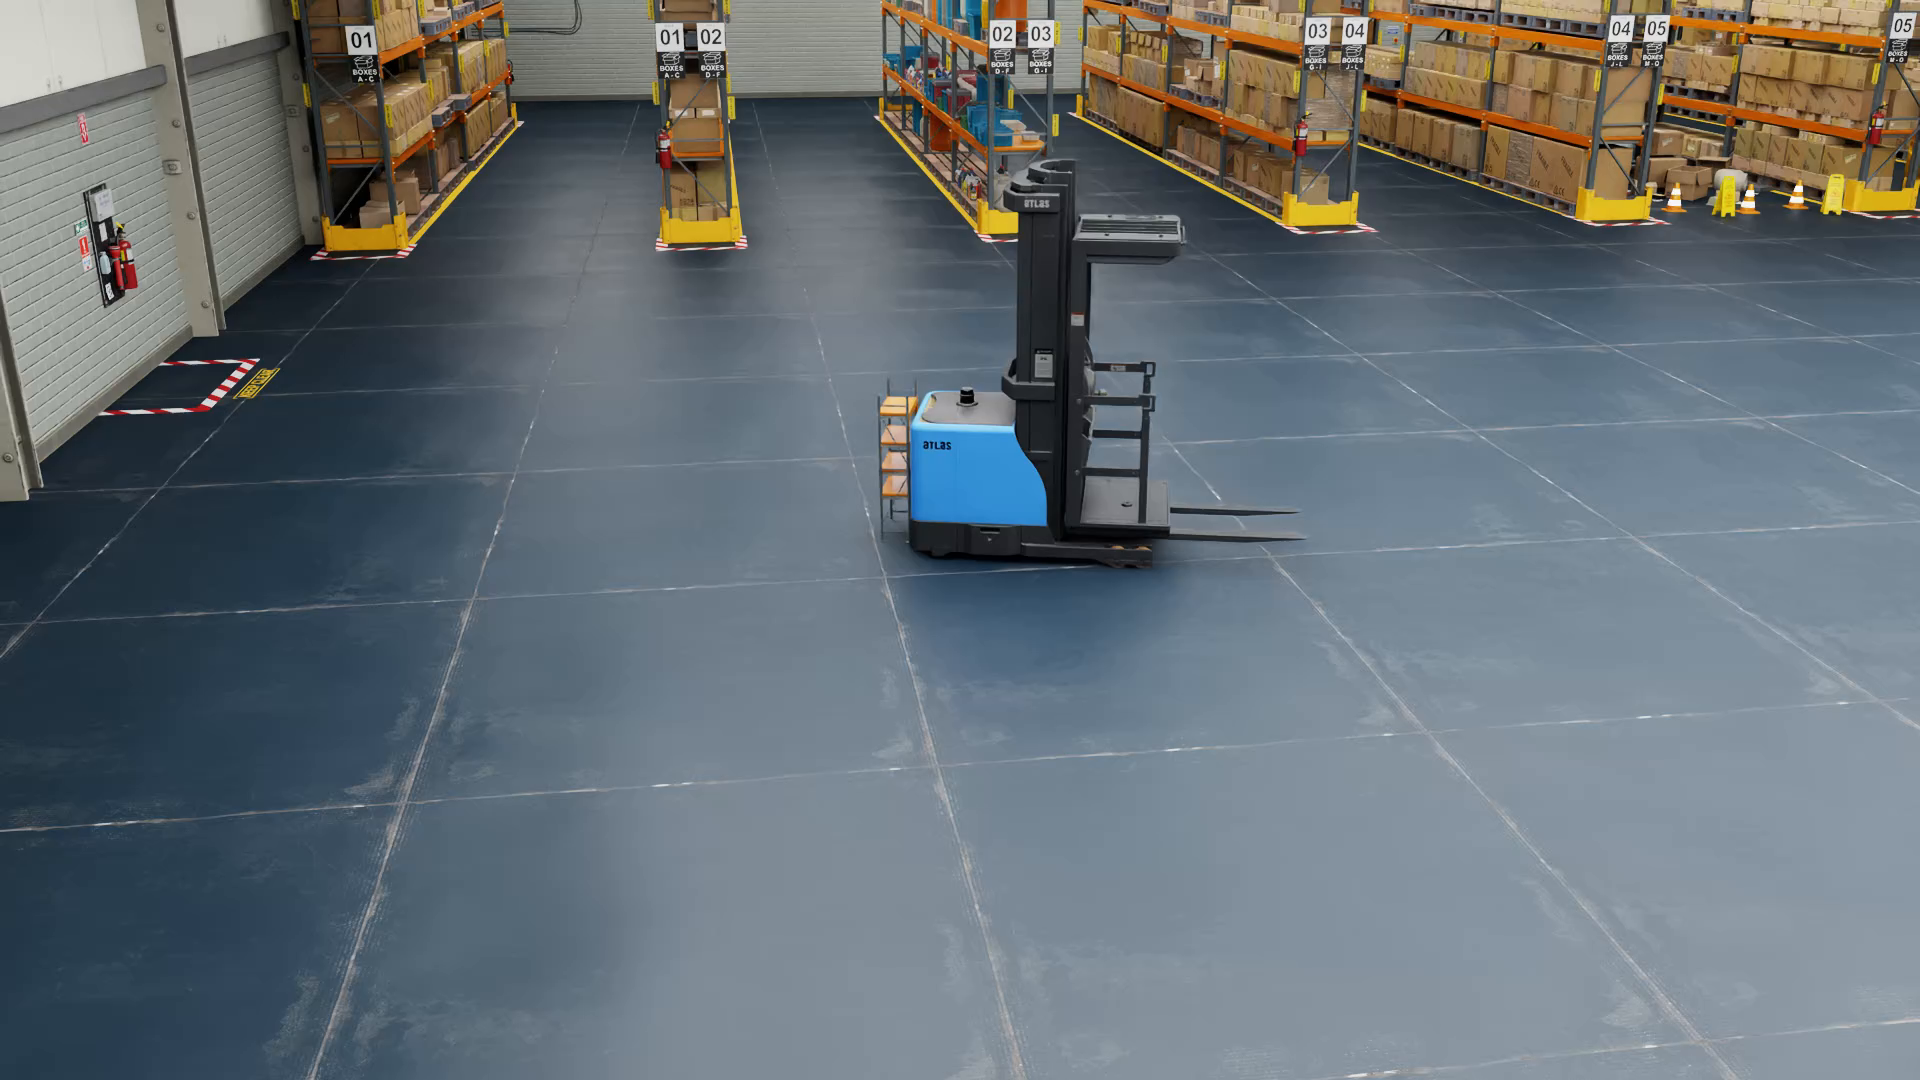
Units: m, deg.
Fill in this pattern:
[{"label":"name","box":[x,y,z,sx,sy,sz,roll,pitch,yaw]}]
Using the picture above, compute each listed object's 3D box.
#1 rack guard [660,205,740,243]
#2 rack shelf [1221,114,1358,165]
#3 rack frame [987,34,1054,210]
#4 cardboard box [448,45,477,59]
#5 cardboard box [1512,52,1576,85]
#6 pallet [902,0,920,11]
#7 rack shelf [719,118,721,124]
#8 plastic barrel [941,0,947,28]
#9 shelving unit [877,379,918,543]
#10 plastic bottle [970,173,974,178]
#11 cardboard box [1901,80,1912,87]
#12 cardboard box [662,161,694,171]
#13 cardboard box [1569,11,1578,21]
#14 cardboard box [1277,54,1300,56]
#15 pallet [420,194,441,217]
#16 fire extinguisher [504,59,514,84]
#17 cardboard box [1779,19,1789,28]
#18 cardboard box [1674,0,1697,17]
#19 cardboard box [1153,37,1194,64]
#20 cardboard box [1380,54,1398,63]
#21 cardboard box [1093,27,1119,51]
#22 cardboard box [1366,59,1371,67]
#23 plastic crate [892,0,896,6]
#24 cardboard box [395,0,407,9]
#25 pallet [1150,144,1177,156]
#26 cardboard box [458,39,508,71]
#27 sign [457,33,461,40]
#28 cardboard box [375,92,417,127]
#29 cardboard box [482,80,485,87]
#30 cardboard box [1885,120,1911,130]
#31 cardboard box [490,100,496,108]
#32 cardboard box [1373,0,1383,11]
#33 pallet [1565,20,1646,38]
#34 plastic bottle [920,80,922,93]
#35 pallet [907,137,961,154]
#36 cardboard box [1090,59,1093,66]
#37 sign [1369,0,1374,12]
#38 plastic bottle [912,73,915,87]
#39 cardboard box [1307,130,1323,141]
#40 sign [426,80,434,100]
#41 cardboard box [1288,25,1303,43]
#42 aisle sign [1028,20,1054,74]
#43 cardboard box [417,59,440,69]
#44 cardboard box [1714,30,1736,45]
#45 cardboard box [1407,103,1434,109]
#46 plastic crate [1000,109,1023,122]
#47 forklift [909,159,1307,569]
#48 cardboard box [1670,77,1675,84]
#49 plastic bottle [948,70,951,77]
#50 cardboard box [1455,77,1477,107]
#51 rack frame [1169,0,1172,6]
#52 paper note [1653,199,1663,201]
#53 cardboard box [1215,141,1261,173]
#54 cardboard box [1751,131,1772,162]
[{"label":"rack guard","box":[-3.973,-4.831,25.436,1.175,0.500,0.348,-3,21,-8]},{"label":"rack shelf","box":[5.539,-6.864,28.335,1.077,0.370,4.000,-3,21,-8]},{"label":"rack frame","box":[0.926,-6.259,25.687,1.000,3.000,0.127,-3,21,-8]},{"label":"cardboard box","box":[-10.149,-9.958,33.922,0.500,0.250,0.500,-3,21,-7]},{"label":"cardboard box","box":[10.387,-8.371,29.584,0.875,0.550,0.550,-3,21,-8]},{"label":"pallet","box":[-0.594,-11.464,35.605,1.213,0.211,1.003,-3,21,-8]},{"label":"rack shelf","box":[-4.841,-7.751,30.709,1.077,0.370,4.000,-3,21,-8]},{"label":"plastic barrel","box":[-0.033,-9.675,29.831,0.600,0.901,0.600,0,20,0]},{"label":"shelving unit","box":[-0.483,-0.631,13.187,0.258,1.200,0.503,2,21,6]},{"label":"plastic bottle","box":[0.195,-6.227,28.873,0.097,0.271,0.097,0,20,0]},{"label":"cardboard box","box":[19.436,-9.262,33.941,0.500,0.250,0.500,-2,21,-6]},{"label":"cardboard box","box":[-4.507,-5.786,26.680,0.500,0.500,0.500,-3,21,-8]},{"label":"cardboard box","box":[10.258,-8.617,27.328,0.380,0.149,0.250,-3,21,-7]},{"label":"cardboard box","box":[5.732,-8.060,28.512,0.500,0.500,0.500,-3,21,-8]},{"label":"pallet","box":[-9.322,-5.607,27.927,1.003,0.211,1.213,-3,21,-8]},{"label":"fire extinguisher","box":[-10.749,-11.163,39.462,0.296,0.674,0.183,-3,21,-8]},{"label":"cardboard box","box":[14.984,-9.298,29.896,0.380,0.149,0.250,-2,21,-6]},{"label":"cardboard box","box":[14.729,-10.705,33.157,0.797,0.503,0.637,-3,21,-8]},{"label":"cardboard box","box":[4.493,-10.275,34.863,0.797,0.503,0.637,-2,21,-6]},{"label":"cardboard box","box":[9.038,-10.085,34.840,0.380,0.149,0.250,-3,21,-8]},{"label":"cardboard box","box":[3.475,-11.937,39.606,0.500,0.500,0.500,-3,21,-9]},{"label":"cardboard box","box":[8.925,-10.216,35.616,0.380,0.149,0.250,-3,21,-8]},{"label":"plastic crate","box":[-1.364,-12.116,37.460,0.293,0.136,0.466,-3,21,-8]},{"label":"cardboard box","box":[-8.939,-8.545,25.919,0.500,0.500,0.500,-4,21,-10]},{"label":"pallet","box":[4.635,-8.249,35.000,1.003,0.211,1.213,-3,21,-8]},{"label":"cardboard box","box":[-11.101,-11.263,38.657,0.980,0.700,0.700,-2,21,-5]},{"label":"sign","box":[-11.734,-11.716,38.946,0.100,0.325,0.005,-3,21,-8]},{"label":"cardboard box","box":[-8.865,-6.759,26.140,0.500,0.500,0.500,-2,21,-6]},{"label":"cardboard box","box":[-10.219,-9.617,35.007,0.380,0.149,0.250,-3,21,-7]},{"label":"cardboard box","box":[15.790,-7.019,28.081,0.380,0.149,0.250,-3,21,-8]},{"label":"cardboard box","box":[-10.483,-9.635,36.773,0.380,0.149,0.250,-2,21,-6]},{"label":"cardboard box","box":[9.110,-11.476,35.226,0.500,0.500,0.500,-3,21,-8]},{"label":"pallet","box":[10.633,-8.344,27.109,1.003,0.211,1.213,-3,21,-8]},{"label":"plastic bottle","box":[-0.768,-9.275,33.946,0.097,0.271,0.097,0,20,0]},{"label":"pallet","box":[-0.555,-8.415,35.444,1.003,0.211,1.213,-3,21,-8]},{"label":"cardboard box","box":[3.360,-11.524,40.141,0.380,0.149,0.250,-3,21,-9]},{"label":"sign","box":[6.364,-8.351,25.751,0.100,0.325,0.005,-3,21,-8]},{"label":"plastic bottle","box":[-0.958,-9.731,35.168,0.097,0.271,0.097,0,20,0]},{"label":"cardboard box","box":[5.582,-6.479,26.636,0.380,0.149,0.250,-3,21,-8]},{"label":"sign","box":[-8.918,-7.580,27.986,0.100,0.325,0.005,-3,21,-8]},{"label":"cardboard box","box":[5.506,-7.998,26.270,0.500,0.250,0.500,-2,21,-6]},{"label":"aisle sign","box":[1.226,-7.467,25.205,0.394,0.787,0.004,-3,21,-8]},{"label":"cardboard box","box":[-9.890,-8.857,30.945,0.380,0.149,0.250,-6,21,-17]},{"label":"cardboard box","box":[18.864,-12.364,40.751,0.500,0.500,0.500,-3,21,-9]},{"label":"cardboard box","box":[9.737,-9.122,35.252,0.500,0.250,0.500,-4,21,-10]},{"label":"plastic crate","box":[0.778,-7.205,28.431,0.499,0.251,0.616,-3,21,-8]},{"label":"forklift","box":[1.163,-1.350,12.642,3.031,2.935,1.130,2,21,6]},{"label":"cardboard box","box":[14.555,-9.267,33.500,0.380,0.149,0.250,-2,21,-6]},{"label":"plastic bottle","box":[-0.189,-9.707,34.990,0.144,0.351,0.185,-3,21,-8]},{"label":"cardboard box","box":[9.761,-8.498,31.538,0.500,0.500,0.500,-3,21,-8]},{"label":"rack frame","box":[4.674,-12.089,32.722,1.000,3.000,0.127,-3,21,-8]},{"label":"paper note","box":[12.210,-5.946,29.096,0.144,0.017,0.142,4,21,11]},{"label":"cardboard box","box":[5.183,-7.142,30.996,0.700,0.500,0.500,-5,21,-12]},{"label":"cardboard box","box":[14.964,-7.251,30.600,0.500,0.500,0.500,-2,21,-6]}]
